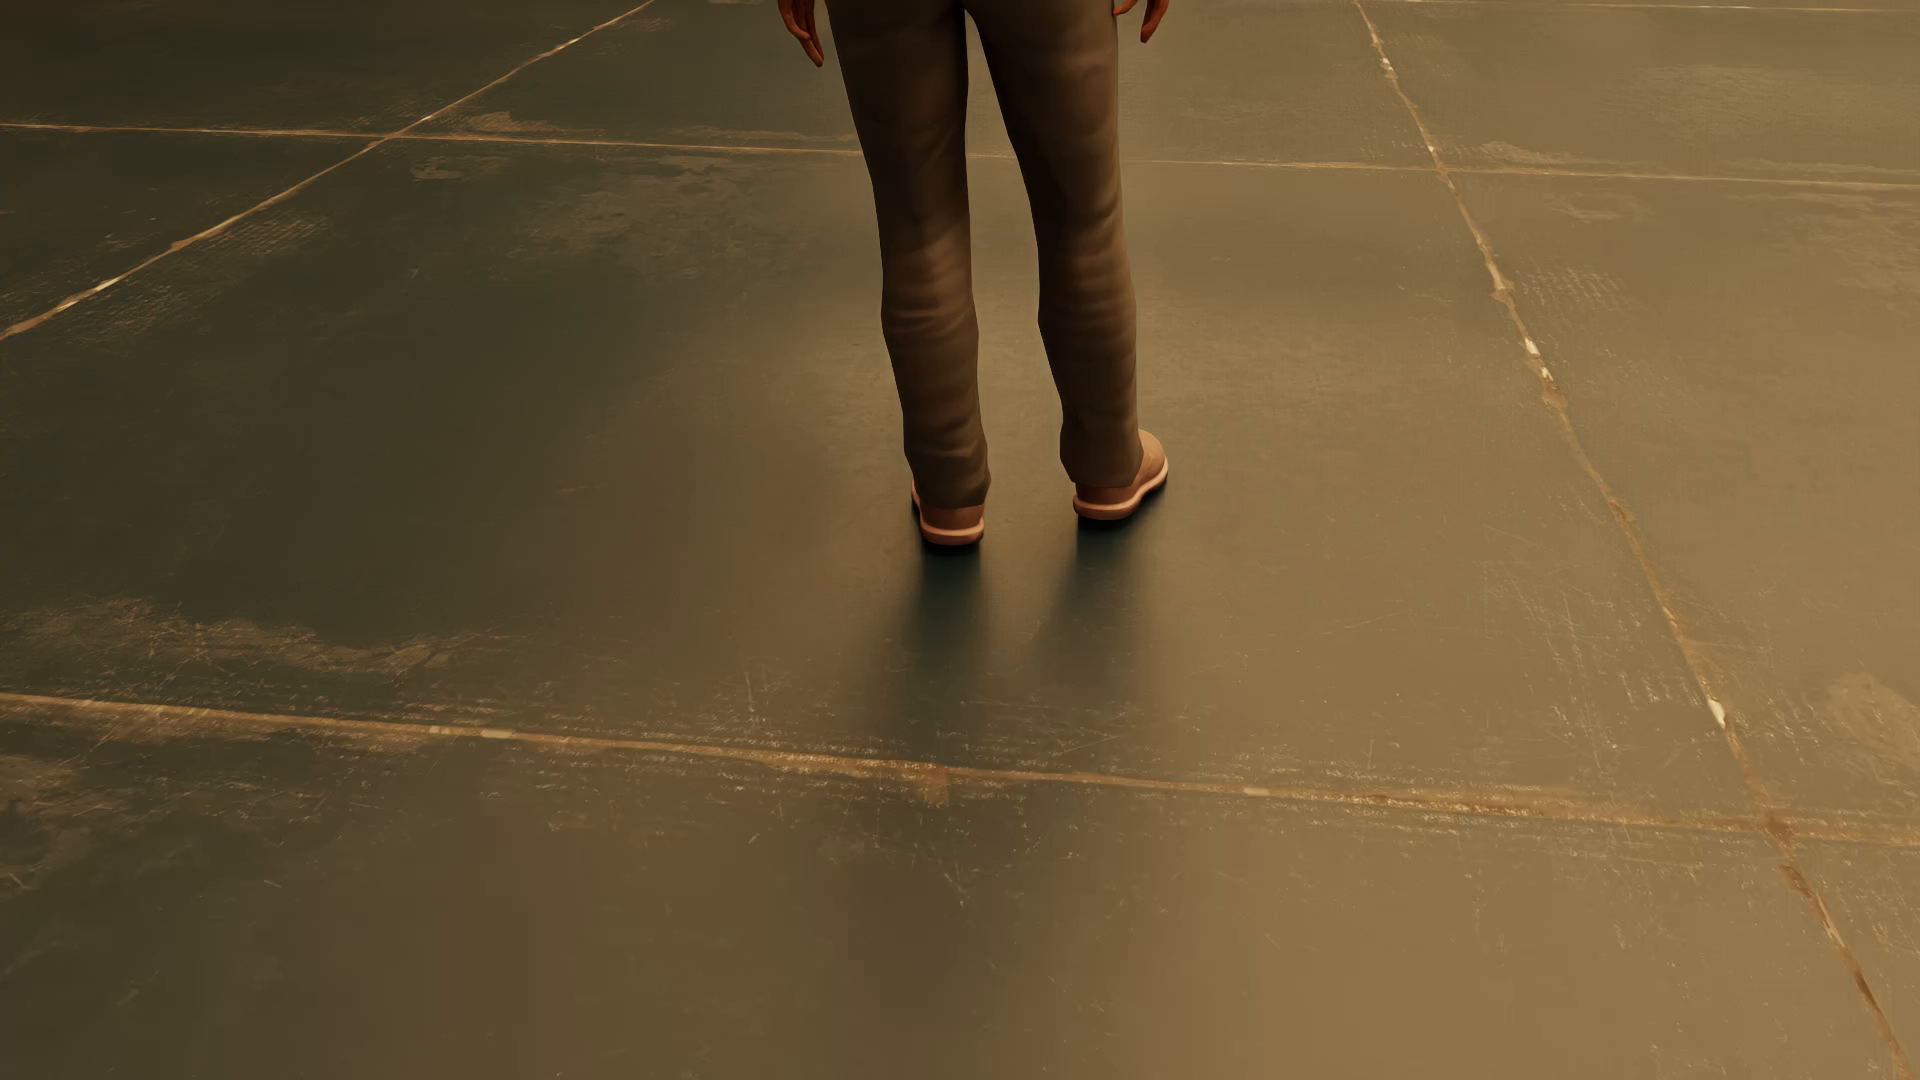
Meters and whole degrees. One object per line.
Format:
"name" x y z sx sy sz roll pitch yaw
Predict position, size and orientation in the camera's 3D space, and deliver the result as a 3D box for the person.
"person" 0.031 -0.784 2.203 0.570 1.654 0.504 3 27 7
